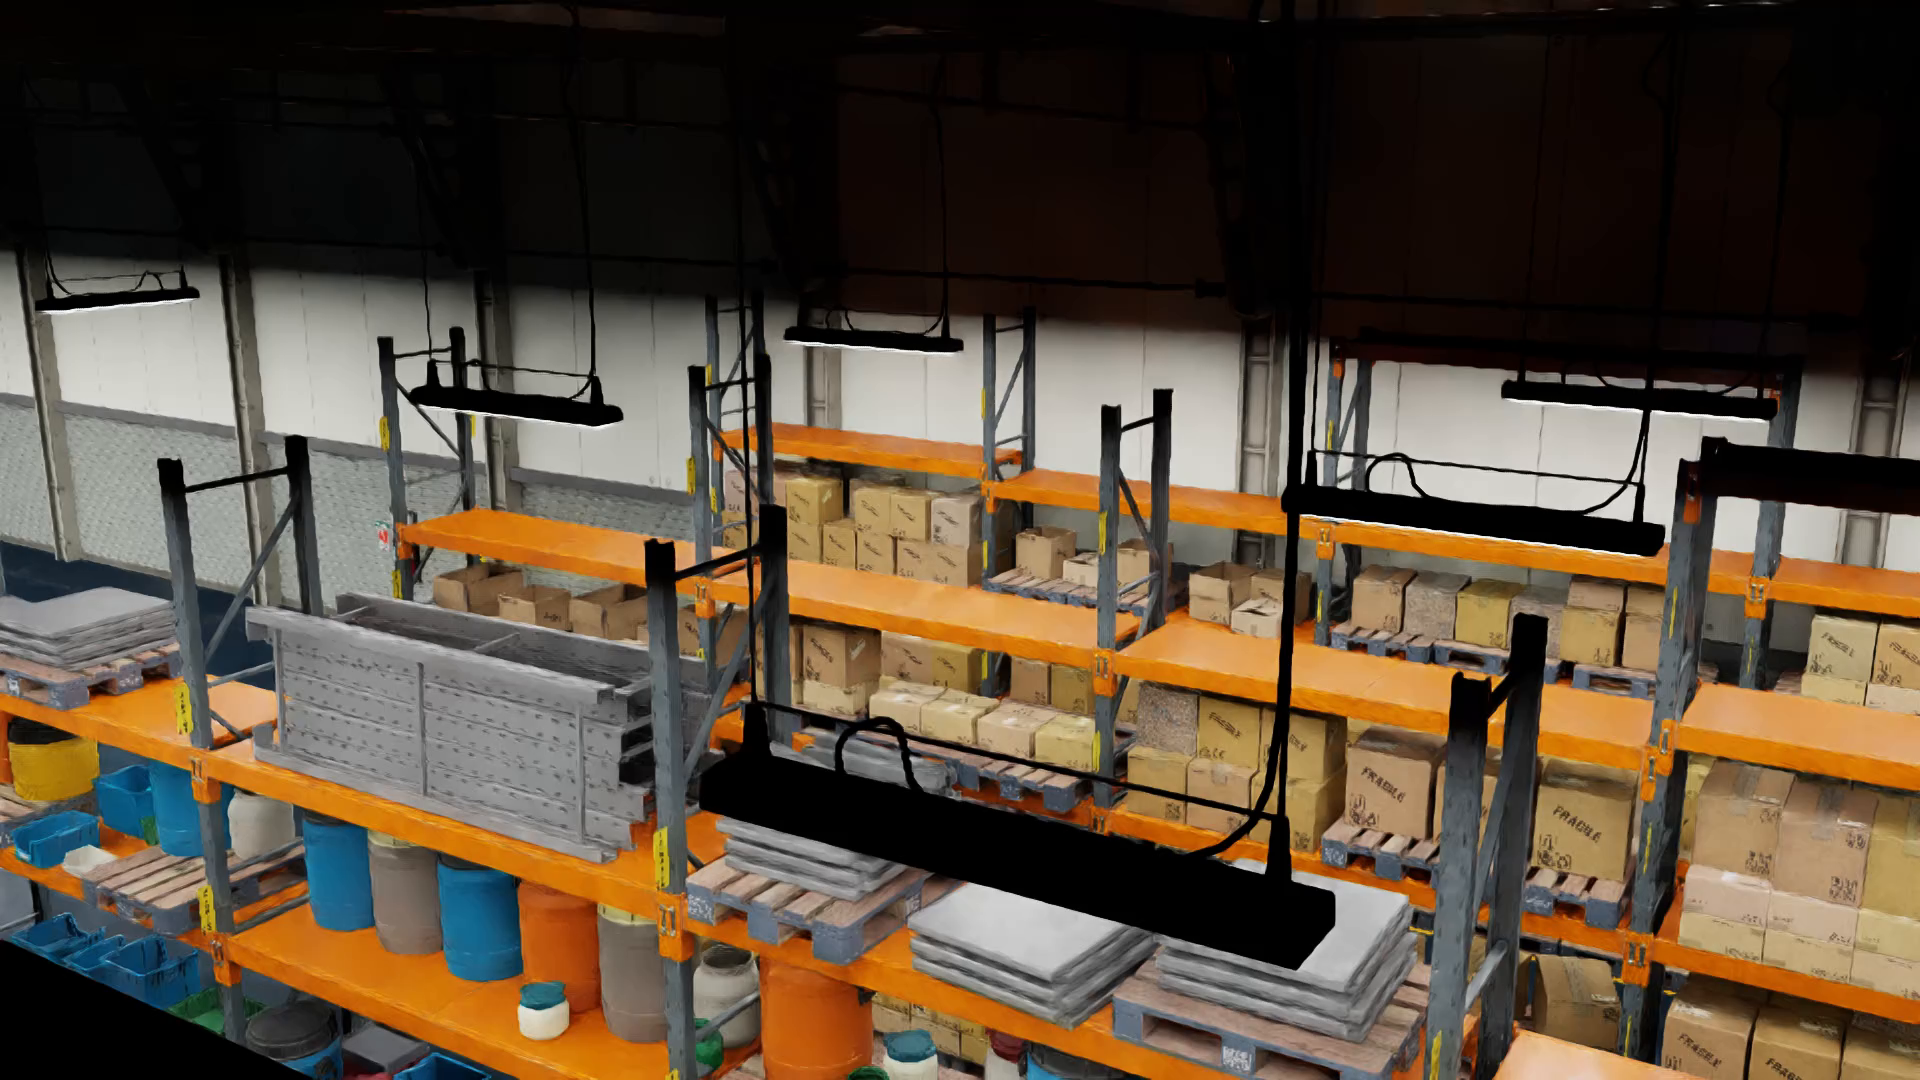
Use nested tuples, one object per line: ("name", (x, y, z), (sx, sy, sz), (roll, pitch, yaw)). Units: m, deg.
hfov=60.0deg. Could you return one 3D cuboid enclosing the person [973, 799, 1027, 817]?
("person", (0.398, 3.189, 16.583), (0.640, 1.788, 0.494), (0, 14, 1))
